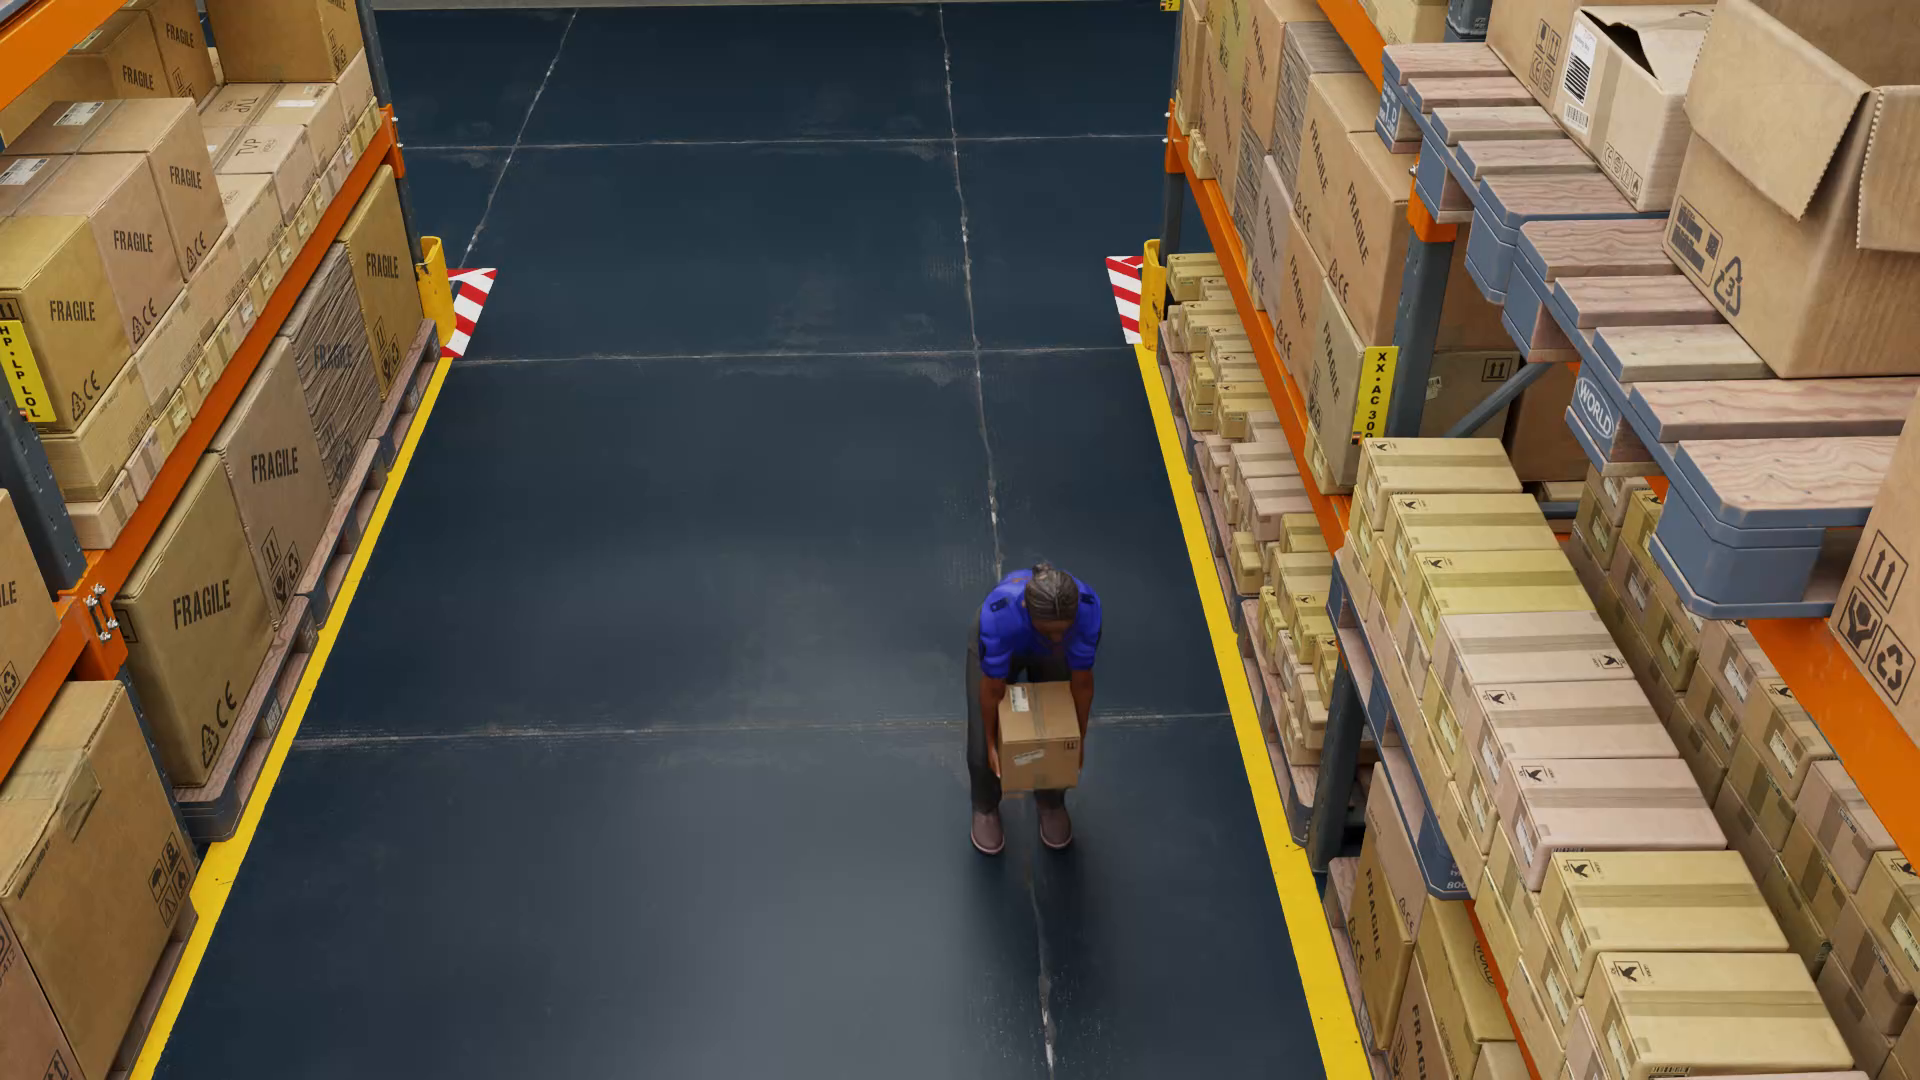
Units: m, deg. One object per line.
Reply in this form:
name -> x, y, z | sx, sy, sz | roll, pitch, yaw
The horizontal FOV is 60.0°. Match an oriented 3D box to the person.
person -> 0.240, 0.548, 5.572 | 0.411, 1.445, 0.709 | -4, 36, -5
